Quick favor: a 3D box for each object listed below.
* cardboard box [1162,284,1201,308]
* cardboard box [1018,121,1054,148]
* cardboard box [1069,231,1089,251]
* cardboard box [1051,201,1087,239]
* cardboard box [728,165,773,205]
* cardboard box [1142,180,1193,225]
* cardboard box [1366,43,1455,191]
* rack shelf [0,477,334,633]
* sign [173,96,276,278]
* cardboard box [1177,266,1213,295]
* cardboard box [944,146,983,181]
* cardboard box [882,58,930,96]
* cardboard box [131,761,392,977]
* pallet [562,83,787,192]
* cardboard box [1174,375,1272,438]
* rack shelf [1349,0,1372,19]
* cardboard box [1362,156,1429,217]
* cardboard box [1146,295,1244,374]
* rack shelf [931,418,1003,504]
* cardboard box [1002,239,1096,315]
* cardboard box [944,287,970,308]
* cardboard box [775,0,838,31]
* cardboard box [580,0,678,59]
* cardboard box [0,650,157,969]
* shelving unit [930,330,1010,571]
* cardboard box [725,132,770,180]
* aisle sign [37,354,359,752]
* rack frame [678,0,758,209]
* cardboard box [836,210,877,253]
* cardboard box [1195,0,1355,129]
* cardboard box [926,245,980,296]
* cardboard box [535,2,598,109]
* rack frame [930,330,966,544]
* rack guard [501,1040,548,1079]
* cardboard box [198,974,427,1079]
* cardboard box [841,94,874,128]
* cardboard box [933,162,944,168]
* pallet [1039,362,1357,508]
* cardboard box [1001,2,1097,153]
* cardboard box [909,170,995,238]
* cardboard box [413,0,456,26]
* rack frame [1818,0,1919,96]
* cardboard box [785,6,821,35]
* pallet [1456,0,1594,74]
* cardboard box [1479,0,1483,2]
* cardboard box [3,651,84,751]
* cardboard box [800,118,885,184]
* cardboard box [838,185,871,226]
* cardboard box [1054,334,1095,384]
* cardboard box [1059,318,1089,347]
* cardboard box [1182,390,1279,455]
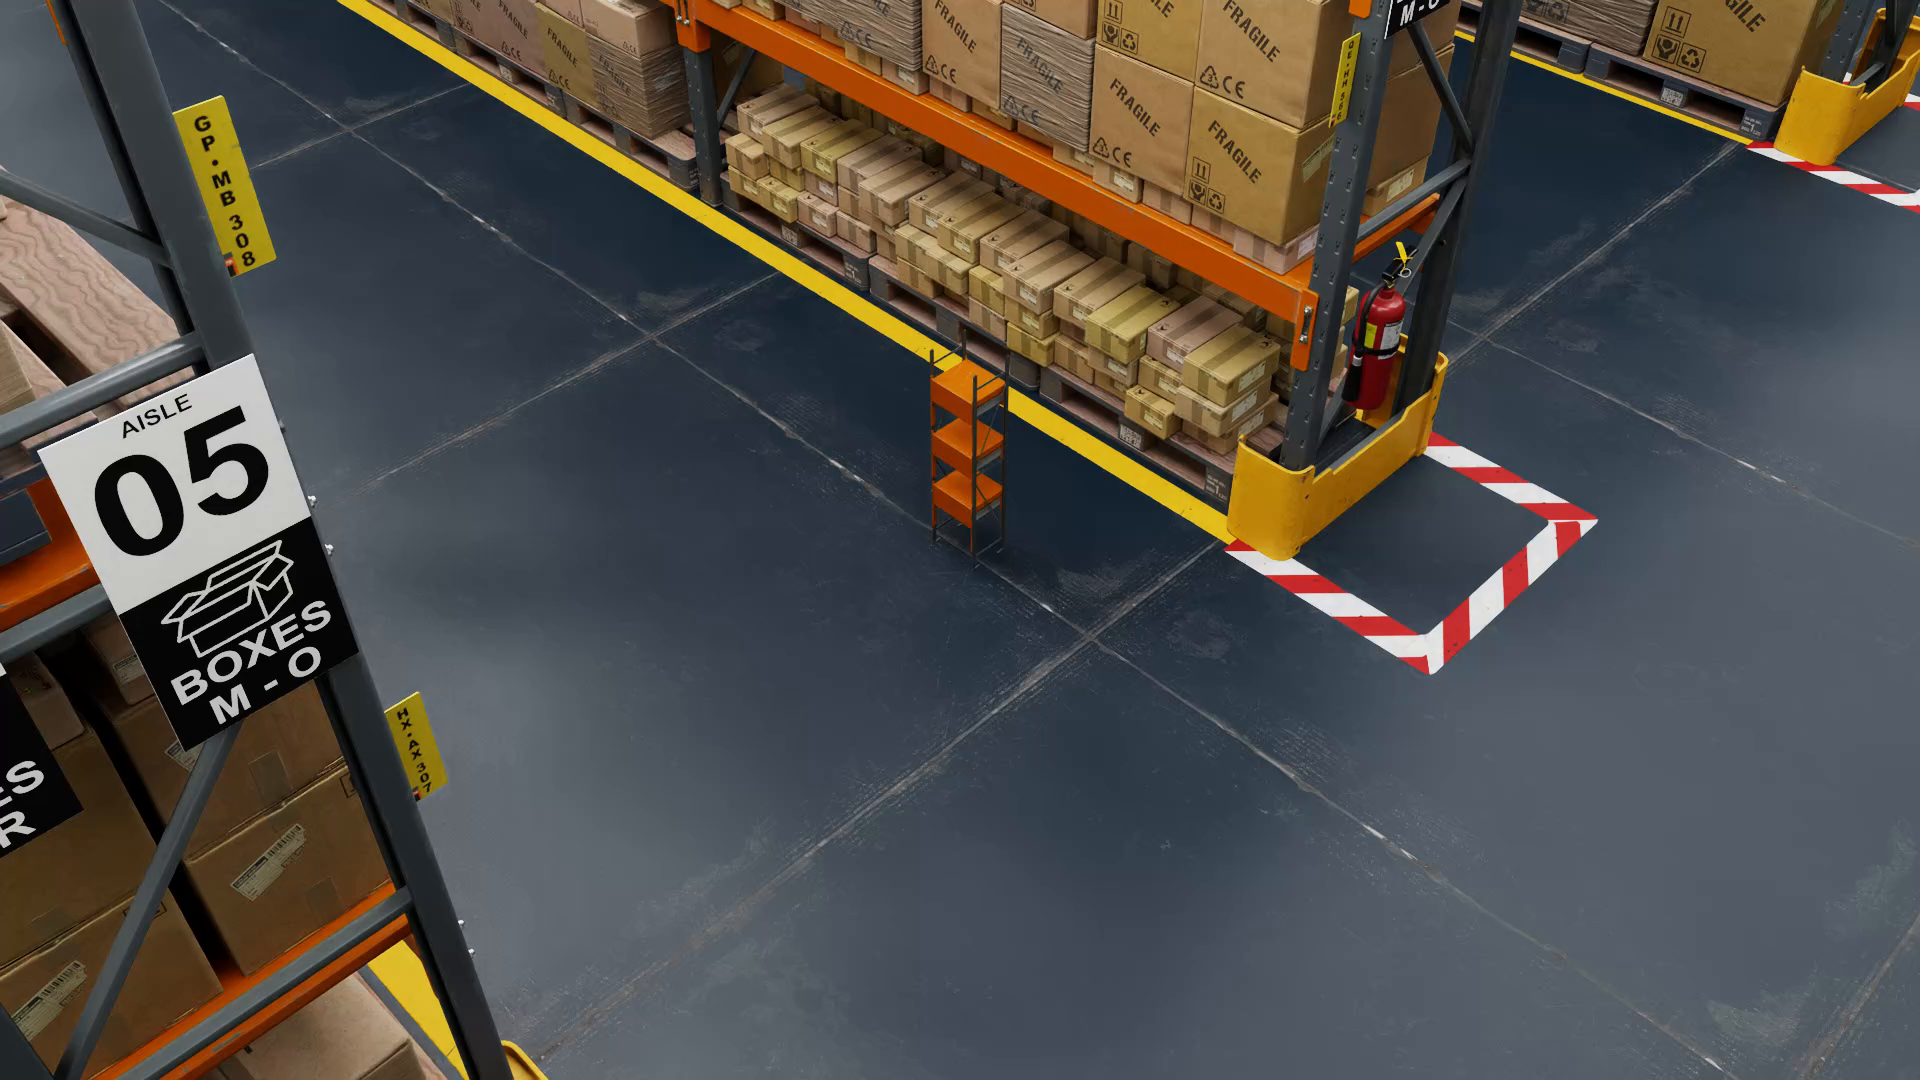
[{"bbox_3d":[1.173,-1.142,7.965,0.380,0.149,0.250,-33,52,-31],"label":"cardboard box"},{"bbox_3d":[0.472,-1.907,7.406,0.250,0.149,0.380,32,51,30],"label":"cardboard box"},{"bbox_3d":[0.593,-1.510,8.363,0.380,0.149,0.250,-31,51,-29],"label":"cardboard box"},{"bbox_3d":[0.677,-1.680,8.328,0.380,0.149,0.250,-33,52,-31],"label":"cardboard box"},{"bbox_3d":[-1.045,-2.017,9.132,0.250,0.149,0.380,32,51,30],"label":"cardboard box"},{"bbox_3d":[0.983,-1.497,6.962,0.250,0.149,0.380,34,52,31],"label":"cardboard box"},{"bbox_3d":[1.629,-1.811,6.824,0.500,0.500,0.500,-32,51,-30],"label":"cardboard box"},{"bbox_3d":[-3.096,-0.695,4.229,1.077,0.370,4.000,-34,53,-31],"label":"rack shelf"},{"bbox_3d":[-1.286,-0.611,2.906,0.100,0.325,0.005,-34,53,-31],"label":"sign"},{"bbox_3d":[1.254,-1.315,7.933,0.250,0.149,0.380,34,53,31],"label":"cardboard box"},{"bbox_3d":[0.135,-2.051,8.729,0.250,0.149,0.380,32,51,30],"label":"cardboard box"},{"bbox_3d":[-0.142,-2.244,7.771,0.380,0.149,0.250,-32,51,-30],"label":"cardboard box"},{"bbox_3d":[-1.819,0.699,4.327,0.500,0.500,0.500,34,52,31],"label":"cardboard box"},{"bbox_3d":[-1.626,-2.588,10.013,1.003,0.211,1.213,-34,53,-31],"label":"pallet"},{"bbox_3d":[1.175,-0.650,7.433,0.250,0.149,0.380,33,52,30],"label":"cardboard box"},{"bbox_3d":[0.338,-3.116,6.849,1.077,0.370,4.000,-34,53,-31],"label":"rack shelf"},{"bbox_3d":[1.753,-1.538,7.006,0.250,0.149,0.380,34,52,31],"label":"cardboard box"},{"bbox_3d":[1.060,-0.924,7.510,0.380,0.149,0.250,-33,52,-31],"label":"cardboard box"},{"bbox_3d":[0.038,-0.352,6.990,0.215,0.259,0.240,-34,53,-31],"label":"rack shelf"},{"bbox_3d":[0.420,-1.245,7.857,0.380,0.149,0.250,-32,52,-30],"label":"cardboard box"},{"bbox_3d":[0.140,-1.324,8.381,0.380,0.149,0.250,-33,52,-30],"label":"cardboard box"},{"bbox_3d":[-0.549,-2.792,7.886,0.500,0.500,0.500,-34,53,-31],"label":"cardboard box"},{"bbox_3d":[-1.780,-2.987,9.370,0.500,0.250,0.500,33,52,30],"label":"cardboard box"},{"bbox_3d":[-2.192,0.582,3.716,0.500,0.500,0.500,-32,52,-30],"label":"cardboard box"},{"bbox_3d":[0.038,-0.360,6.983,0.215,1.050,0.252,-34,53,-31],"label":"shelving unit"},{"bbox_3d":[-1.045,-2.128,9.032,0.380,0.149,0.250,-32,51,-30],"label":"cardboard box"},{"bbox_3d":[-1.427,0.045,3.193,0.394,0.787,0.004,-34,53,-31],"label":"aisle sign"},{"bbox_3d":[-1.075,-3.239,8.662,1.000,3.000,0.127,-34,53,-31],"label":"rack frame"},{"bbox_3d":[-0.430,-1.697,8.785,0.250,0.149,0.380,33,52,31],"label":"cardboard box"},{"bbox_3d":[1.251,-1.931,6.217,0.500,0.500,0.500,33,52,31],"label":"cardboard box"},{"bbox_3d":[0.050,-1.393,8.237,0.380,0.149,0.250,-34,52,-31],"label":"cardboard box"},{"bbox_3d":[-2.138,-2.957,9.889,0.500,0.500,0.500,33,52,30],"label":"cardboard box"},{"bbox_3d":[-0.048,-0.418,7.047,0.200,1.050,0.008,-34,53,-31],"label":"rack frame"},{"bbox_3d":[-1.666,2.034,4.798,1.175,0.500,0.348,-34,53,-31],"label":"rack guard"},{"bbox_3d":[-2.220,1.621,4.981,0.875,0.438,0.875,32,52,30],"label":"cardboard box"},{"bbox_3d":[-0.431,-2.415,9.123,0.380,0.149,0.250,-33,52,-31],"label":"cardboard box"},{"bbox_3d":[-0.118,-2.045,8.942,0.380,0.149,0.250,-34,52,-31],"label":"cardboard box"},{"bbox_3d":[1.148,-0.737,8.009,1.003,0.211,1.213,-34,53,-31],"label":"pallet"},{"bbox_3d":[0.526,-2.045,7.077,0.500,0.500,0.500,-34,52,-31],"label":"cardboard box"},{"bbox_3d":[-0.039,-1.674,8.322,0.250,0.149,0.380,32,51,30],"label":"cardboard box"},{"bbox_3d":[-3.223,-3.695,10.689,0.500,0.500,0.500,-33,52,-31],"label":"cardboard box"},{"bbox_3d":[5.333,-3.646,9.102,1.000,3.000,0.127,-34,53,-31],"label":"rack frame"},{"bbox_3d":[-0.646,-2.662,8.223,0.250,0.149,0.380,32,51,30],"label":"cardboard box"},{"bbox_3d":[3.856,-3.554,11.058,1.003,0.211,1.213,-34,53,-31],"label":"pallet"},{"bbox_3d":[3.553,-4.154,10.908,0.875,0.875,0.875,-34,53,-31],"label":"cardboard box"},{"bbox_3d":[-2.079,0.385,3.452,0.380,0.149,0.250,-33,52,-31],"label":"cardboard box"},{"bbox_3d":[-0.612,-2.041,8.719,0.250,0.149,0.380,33,52,31],"label":"cardboard box"},{"bbox_3d":[-0.417,-1.818,8.697,0.250,0.149,0.380,32,51,30],"label":"cardboard box"},{"bbox_3d":[0.668,-0.933,7.958,0.380,0.149,0.250,-34,52,-31],"label":"cardboard box"},{"bbox_3d":[0.690,-1.078,7.895,0.250,0.149,0.380,34,52,31],"label":"cardboard box"},{"bbox_3d":[1.231,-0.577,7.573,0.380,0.149,0.250,-33,52,-31],"label":"cardboard box"}]
